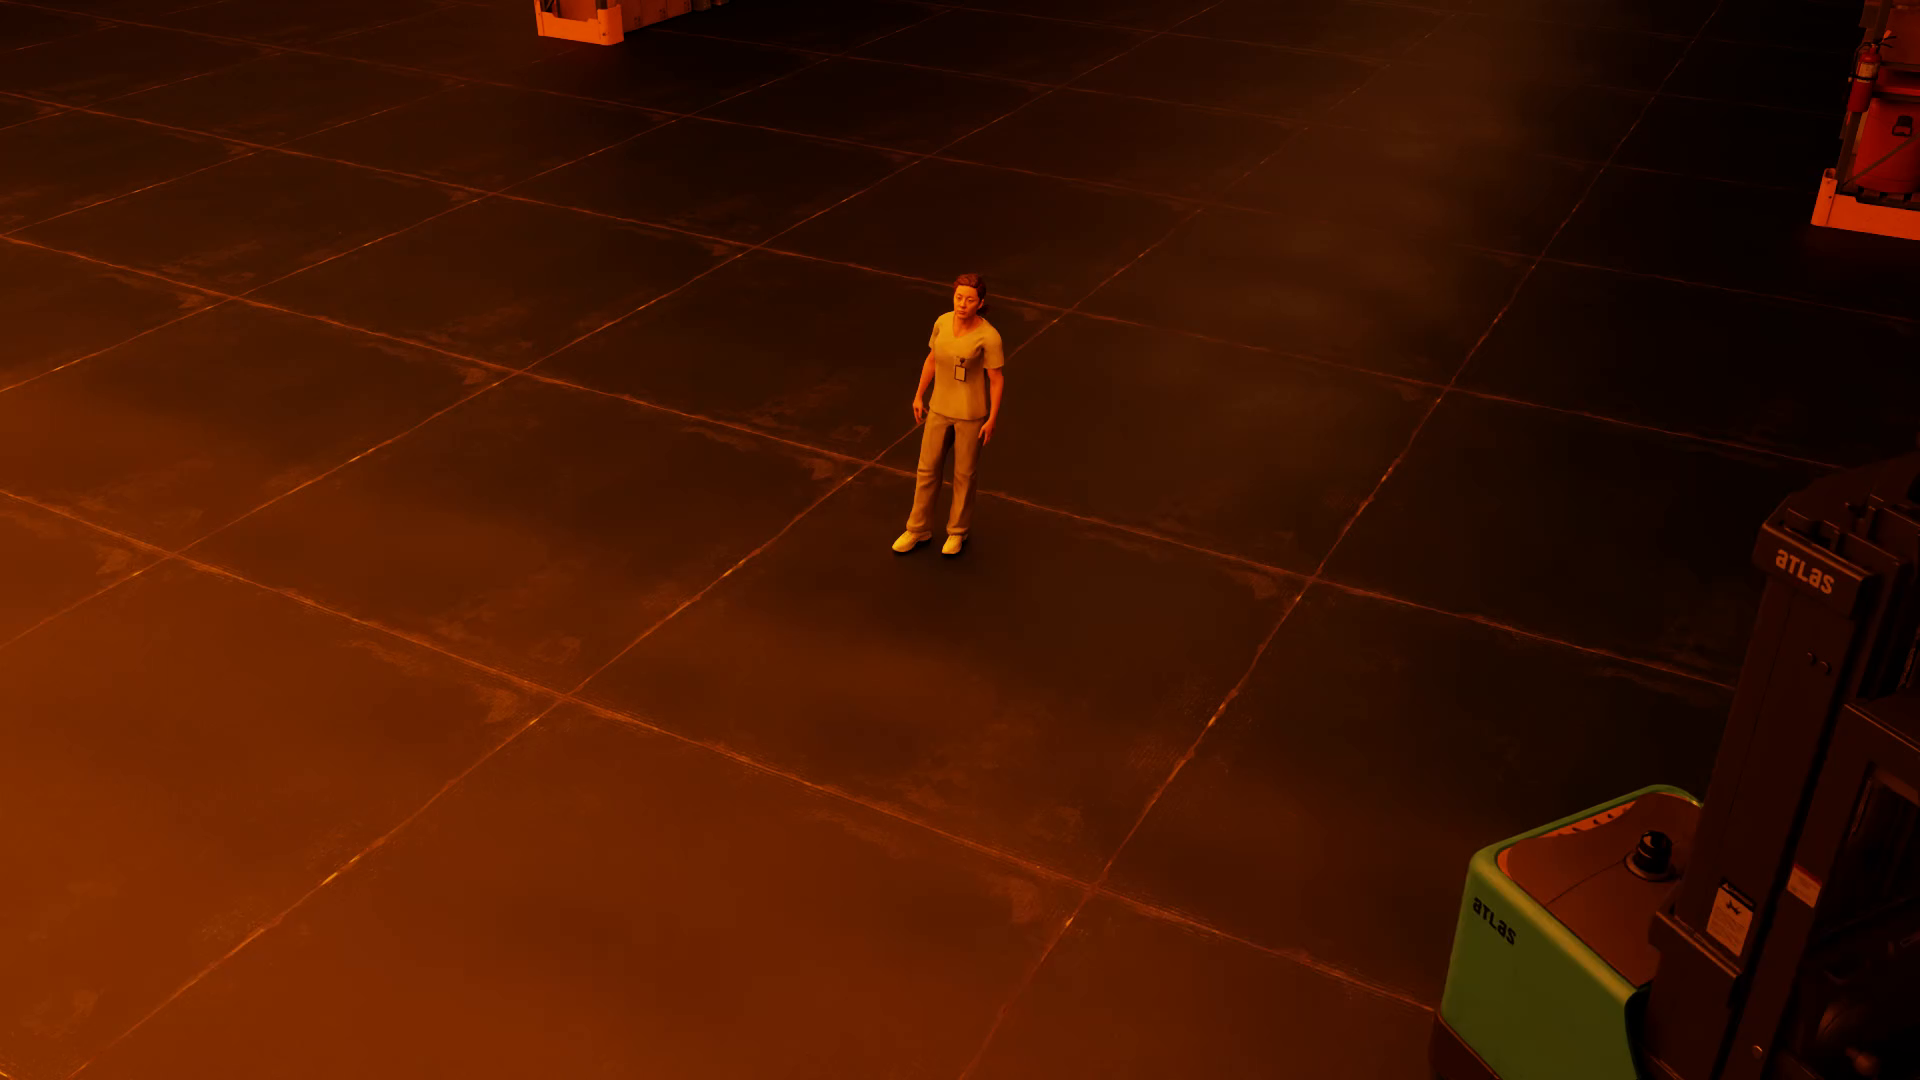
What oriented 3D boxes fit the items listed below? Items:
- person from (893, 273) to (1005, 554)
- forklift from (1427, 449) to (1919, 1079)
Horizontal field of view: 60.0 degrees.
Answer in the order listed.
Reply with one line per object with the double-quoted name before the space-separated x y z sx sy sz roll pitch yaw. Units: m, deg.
"person" -0.048 -0.699 9.532 0.549 1.663 0.548 15 33 25
"forklift" 2.901 1.330 4.767 1.130 2.935 3.031 -14 33 -22
